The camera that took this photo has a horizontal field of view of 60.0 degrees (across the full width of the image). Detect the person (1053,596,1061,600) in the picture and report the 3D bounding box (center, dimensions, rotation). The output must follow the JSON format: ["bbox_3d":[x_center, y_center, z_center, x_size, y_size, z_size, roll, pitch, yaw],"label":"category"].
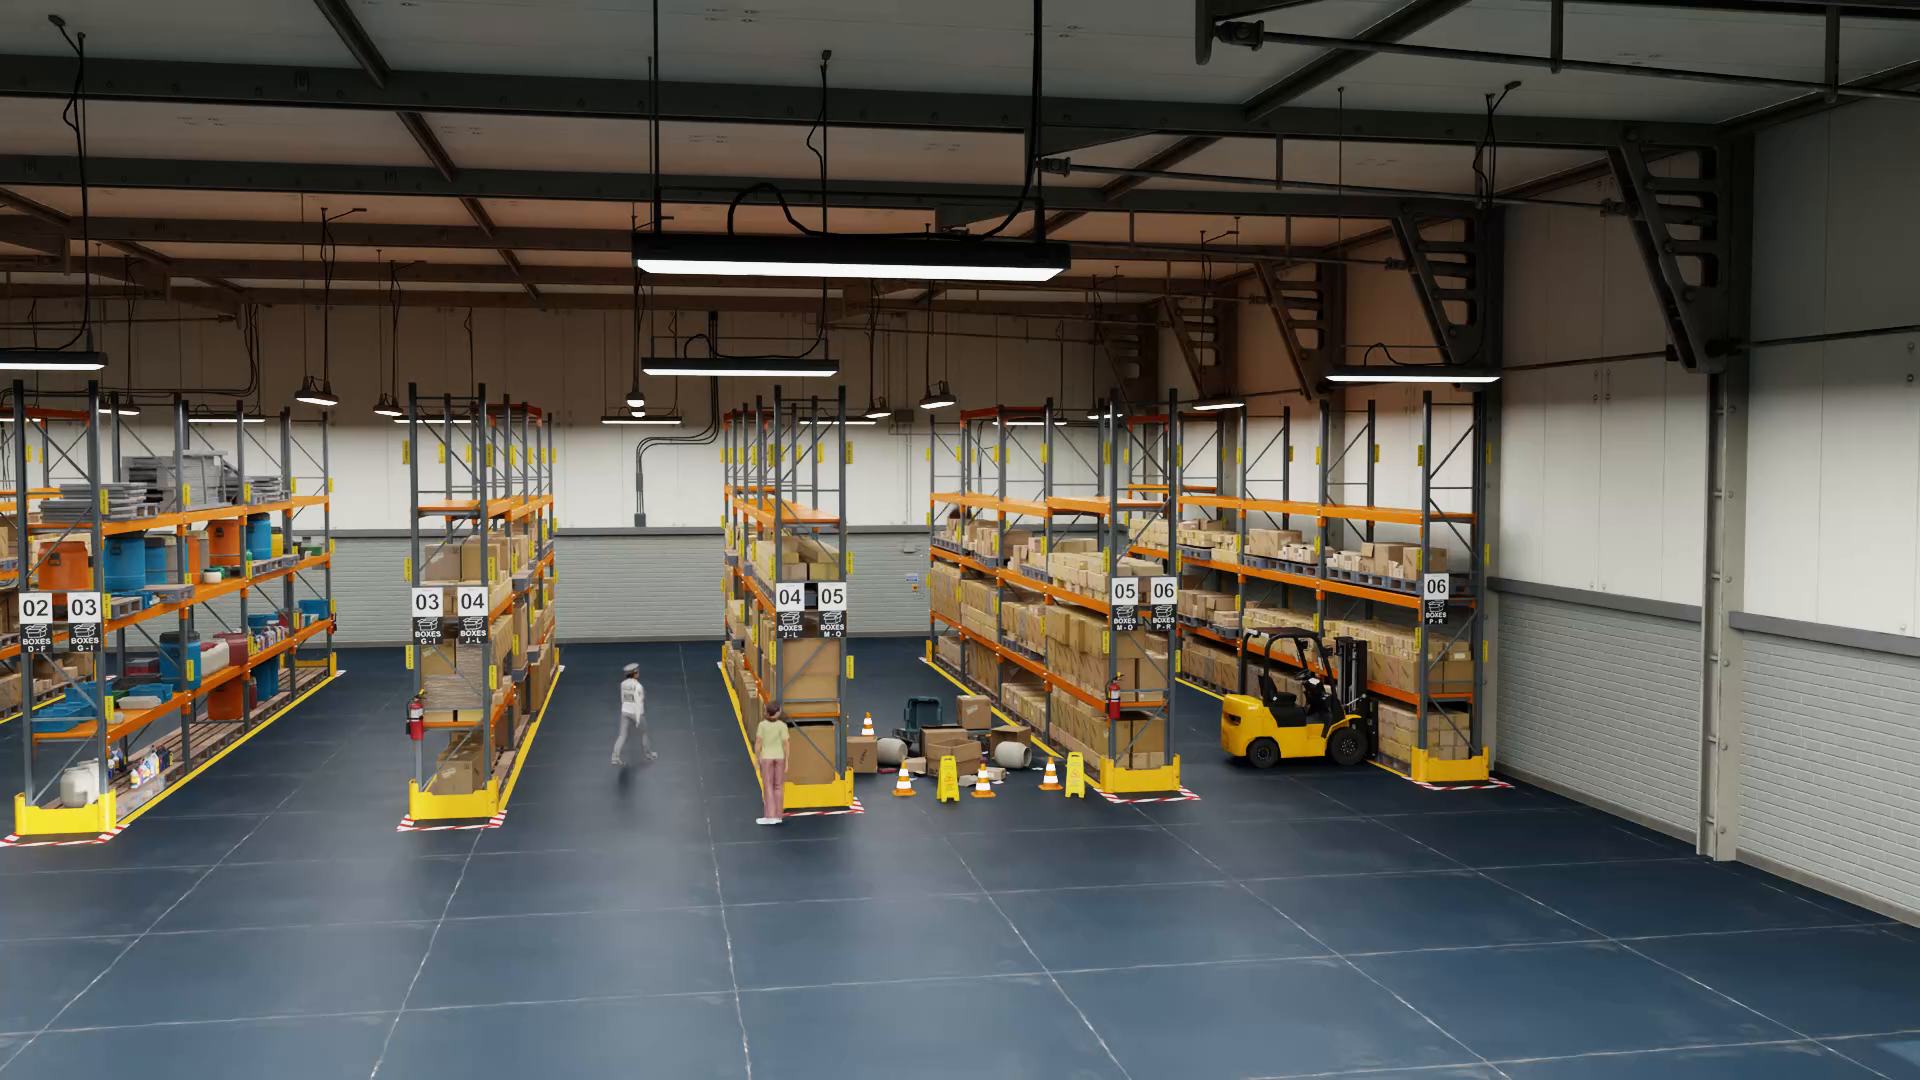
[{"bbox_3d":[2.382,1.959,42.969,1.093,1.730,0.634,-1,3,-16],"label":"person"}]

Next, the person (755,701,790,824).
[{"bbox_3d":[-2.550,3.023,22.594,0.470,1.686,0.411,0,3,-7],"label":"person"}]

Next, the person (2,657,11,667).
[{"bbox_3d":[-21.403,2.233,37.088,0.646,1.782,0.557,2,3,30],"label":"person"}]

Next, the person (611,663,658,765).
[{"bbox_3d":[-5.289,2.804,26.933,0.477,1.642,0.989,1,3,24],"label":"person"}]
